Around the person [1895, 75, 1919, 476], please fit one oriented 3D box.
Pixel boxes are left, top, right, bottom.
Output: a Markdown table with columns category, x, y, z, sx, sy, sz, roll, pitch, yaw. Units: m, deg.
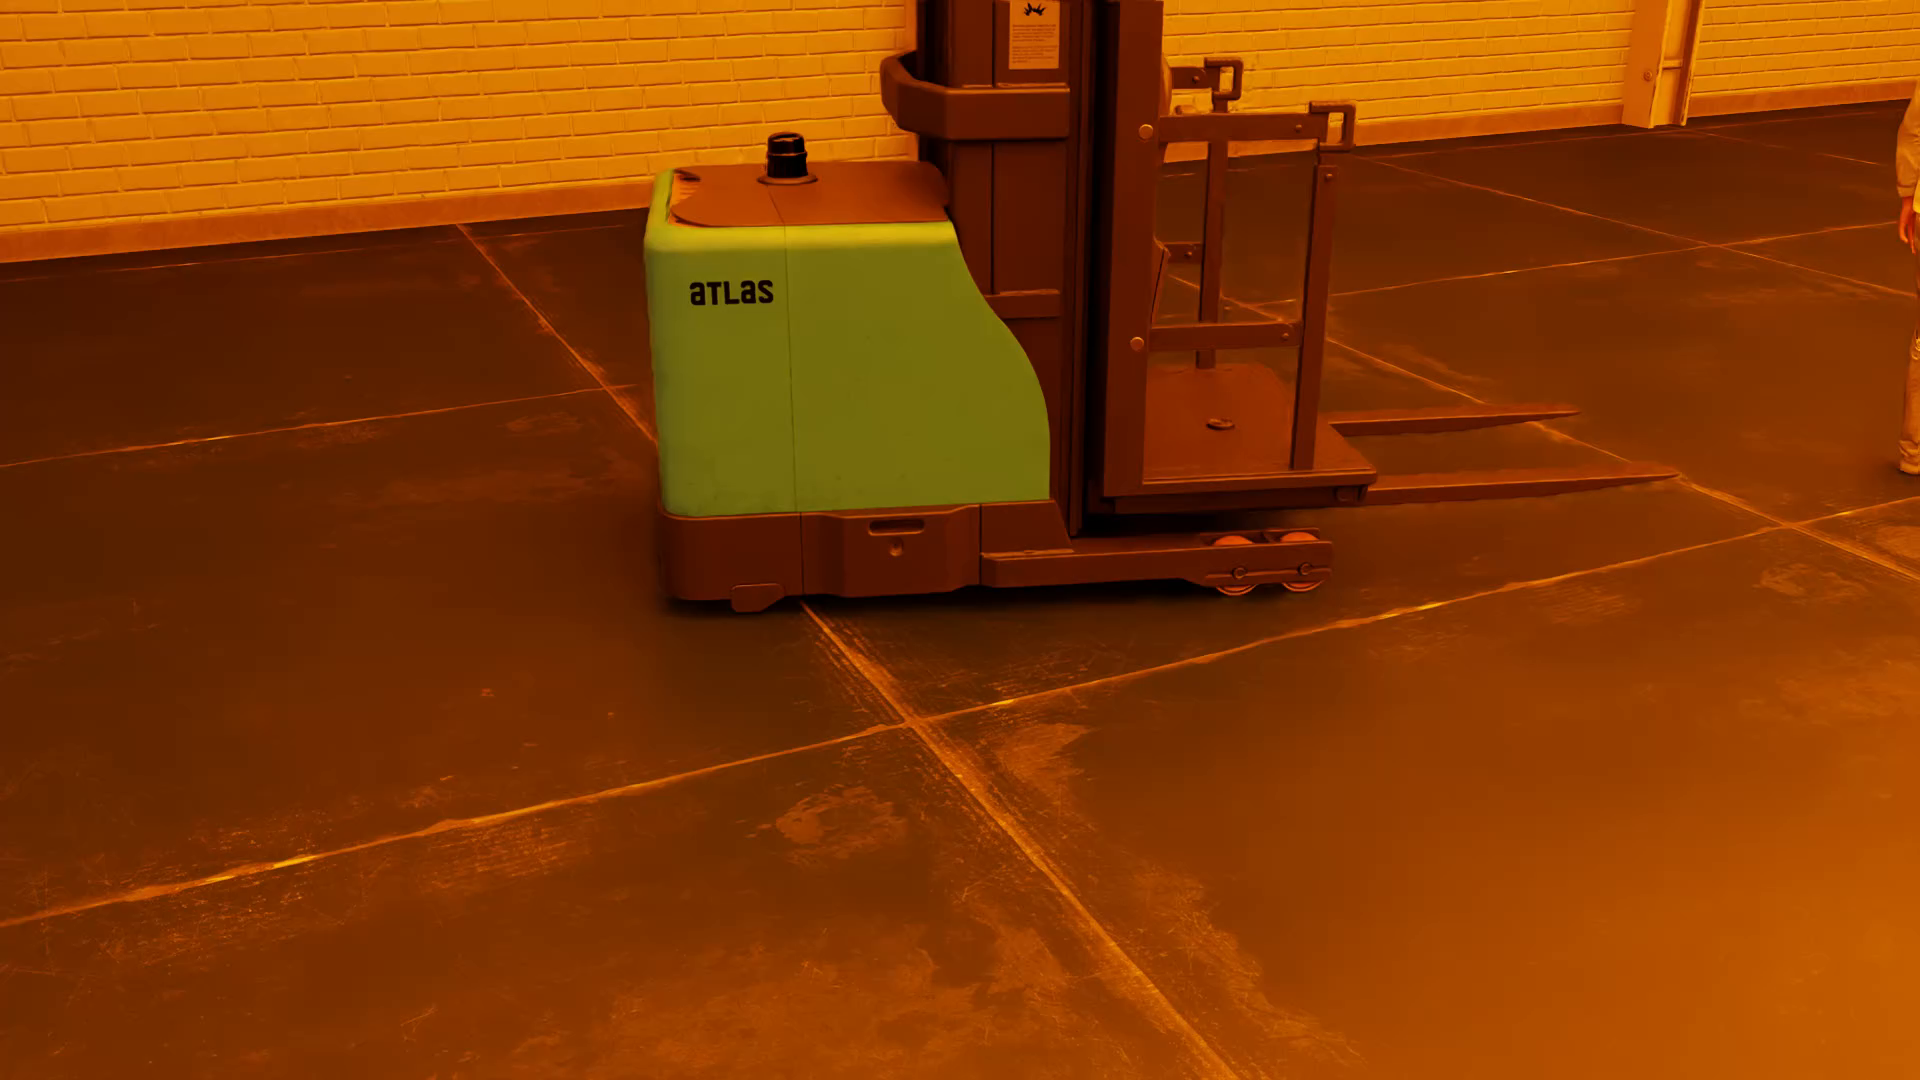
| category | x | y | z | sx | sy | sz | roll | pitch | yaw |
| --- | --- | --- | --- | --- | --- | --- | --- | --- | --- |
| person | 3.314 | -1.039 | 5.297 | 0.528 | 1.785 | 0.619 | -13 | 26 | -29 |

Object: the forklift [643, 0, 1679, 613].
| category | x | y | z | sx | sy | sz | roll | pitch | yaw |
| --- | --- | --- | --- | --- | --- | --- | --- | --- | --- |
| forklift | 0.624 | -1.394 | 4.643 | 3.031 | 2.935 | 1.130 | -3 | 23 | -7 |
